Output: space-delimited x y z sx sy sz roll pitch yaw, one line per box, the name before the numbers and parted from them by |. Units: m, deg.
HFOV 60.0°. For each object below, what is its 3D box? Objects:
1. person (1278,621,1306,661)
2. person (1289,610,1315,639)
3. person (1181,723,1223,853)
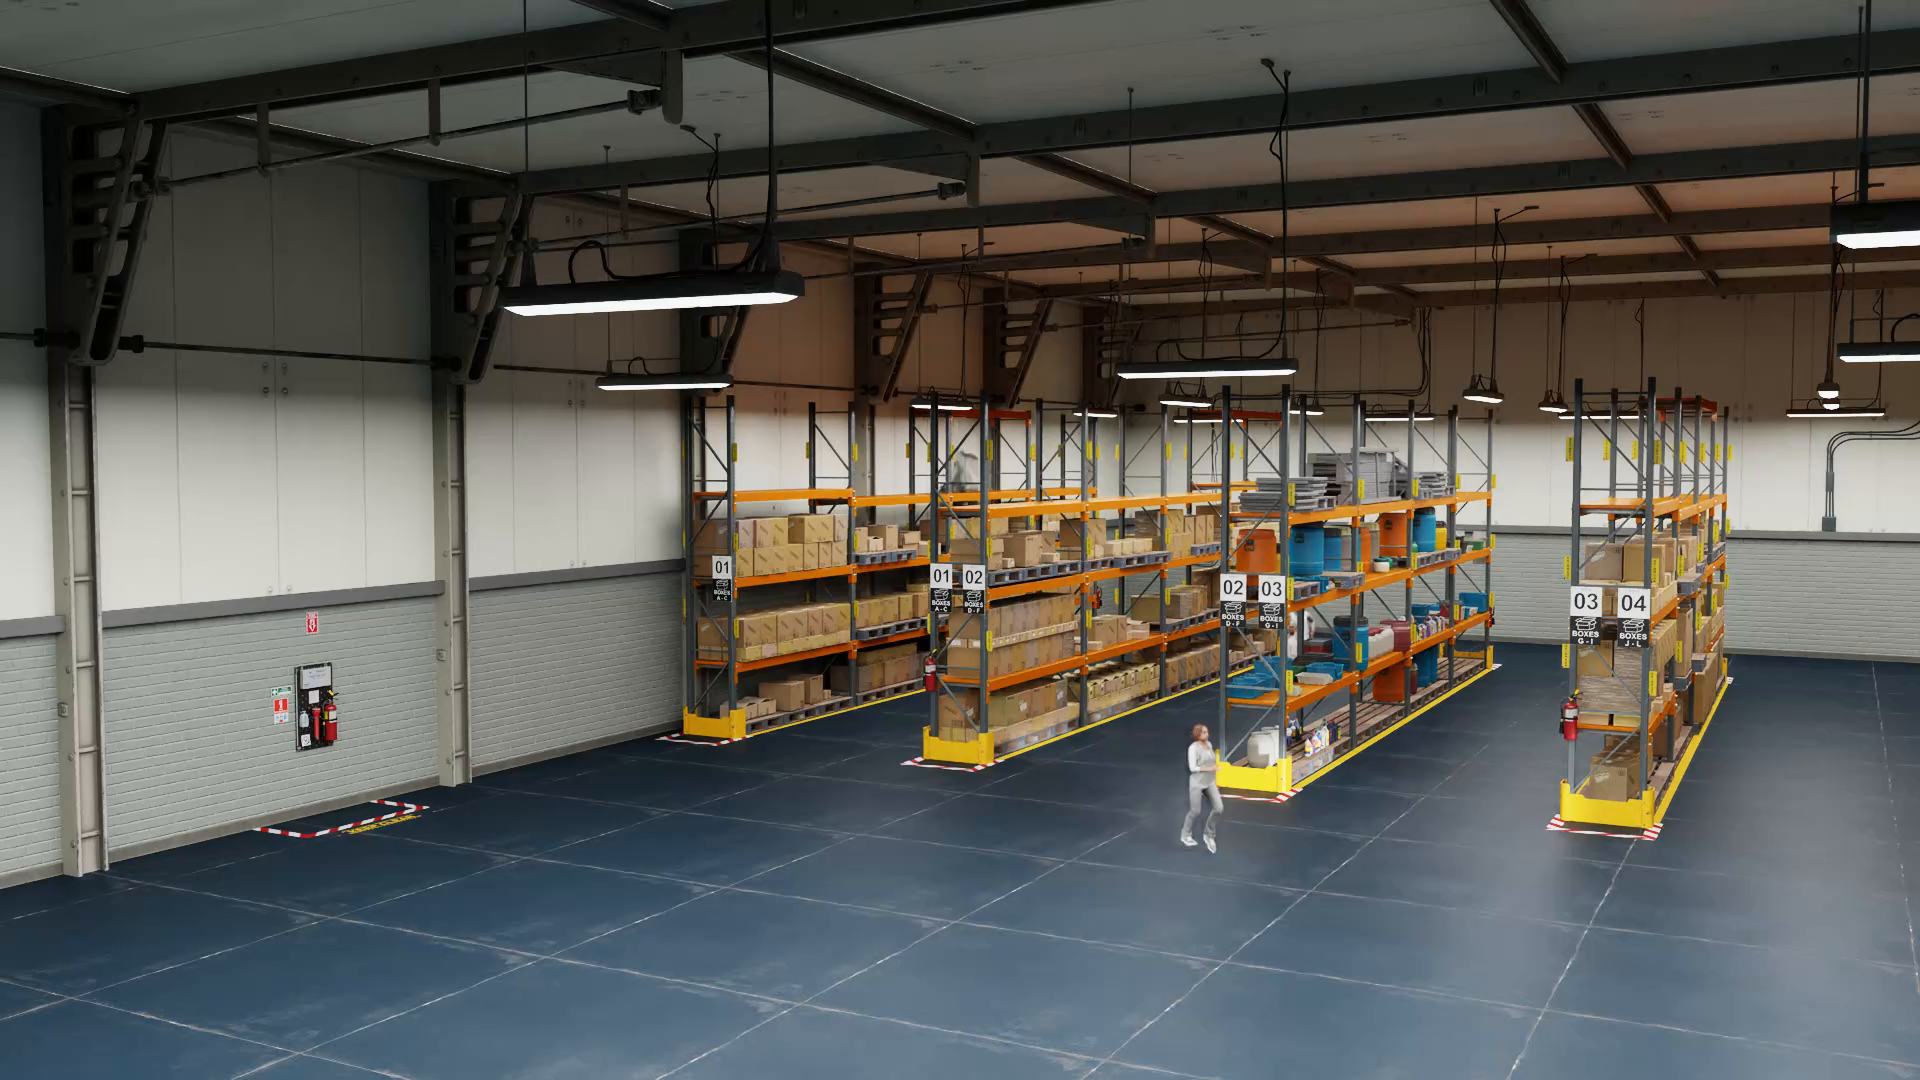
person | 6.594 2.442 32.995 0.578 1.685 0.688 2 3 31
person | 7.456 2.200 36.600 0.672 1.845 0.766 1 3 18
person | 3.047 3.104 20.843 0.507 1.621 0.678 -2 4 -33
